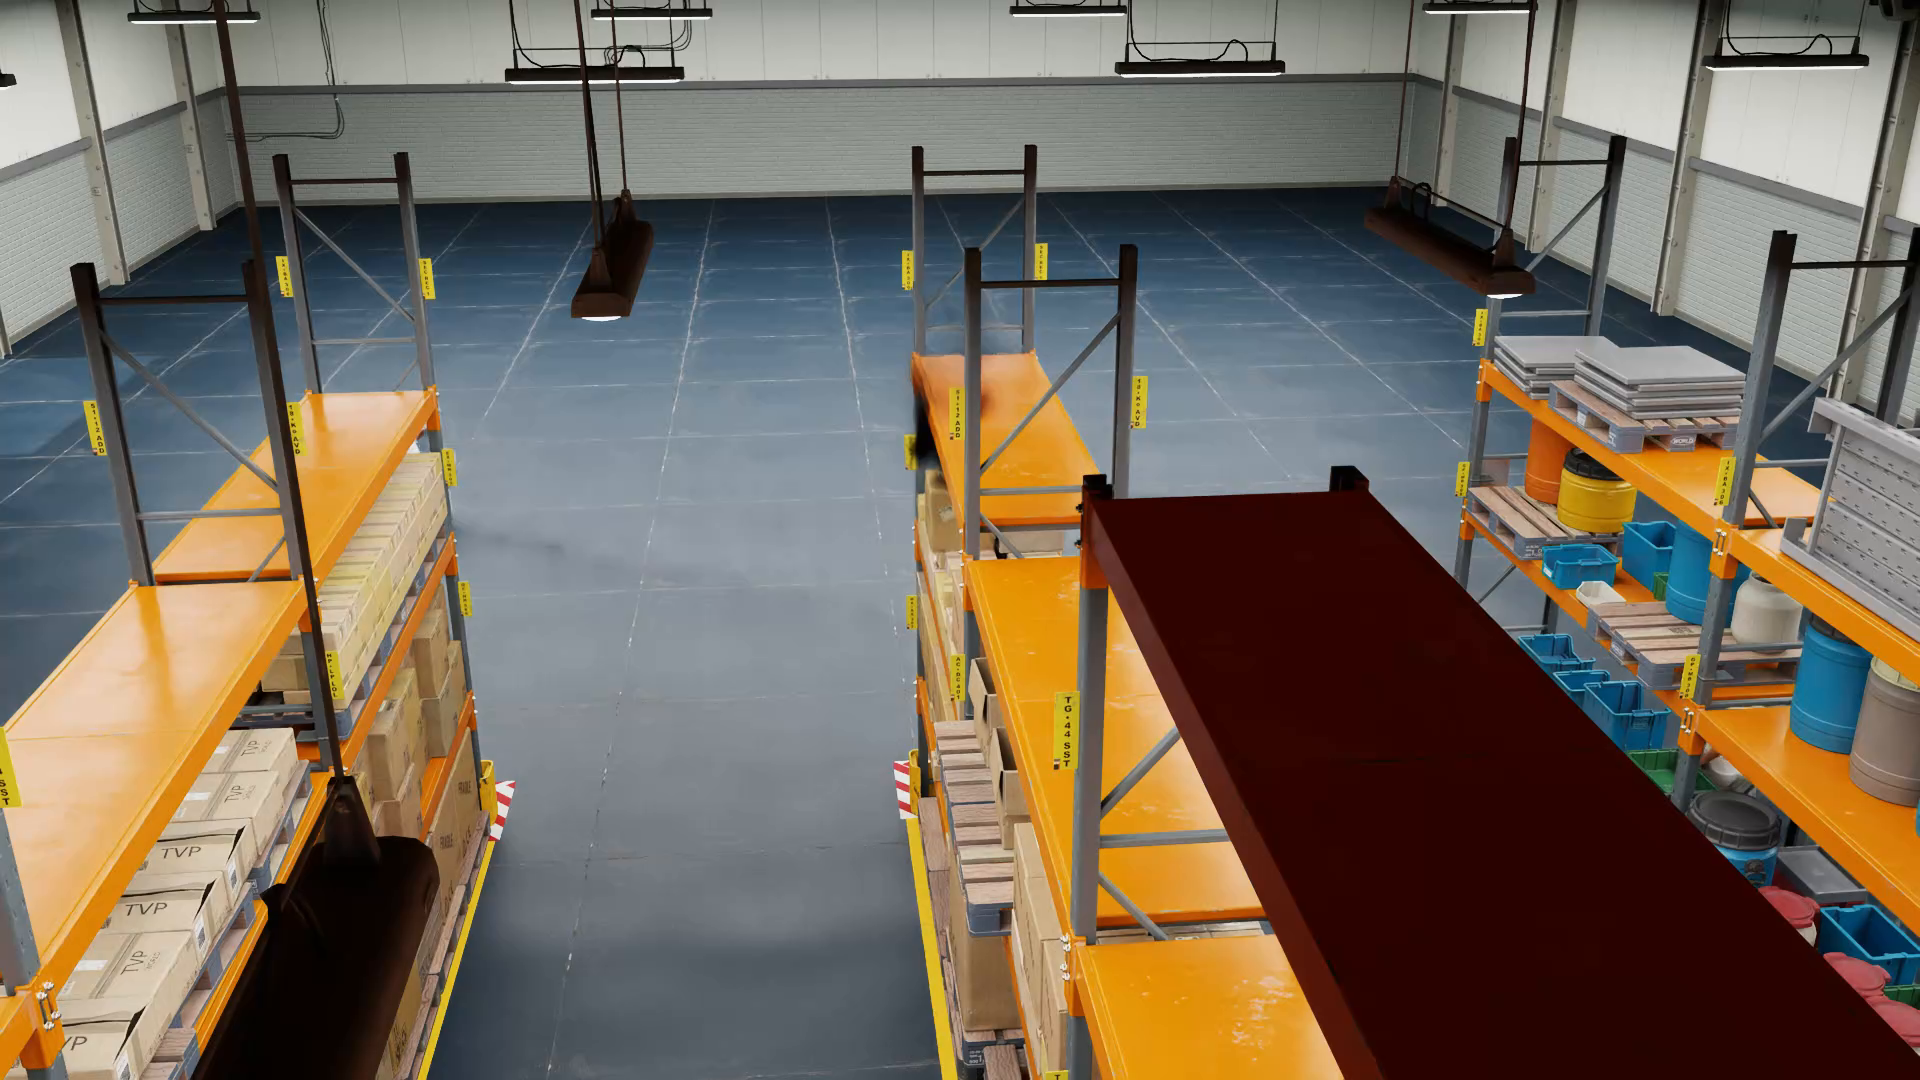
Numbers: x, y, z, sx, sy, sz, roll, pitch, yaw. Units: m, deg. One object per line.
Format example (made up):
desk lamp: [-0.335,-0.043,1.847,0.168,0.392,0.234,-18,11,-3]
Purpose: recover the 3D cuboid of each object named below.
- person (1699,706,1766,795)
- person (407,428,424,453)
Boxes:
person: [6.596,1.942,14.269,0.662,1.768,0.987,-4,22,-9]
person: [-7.345,-1.086,22.021,0.768,1.742,0.697,8,23,20]
